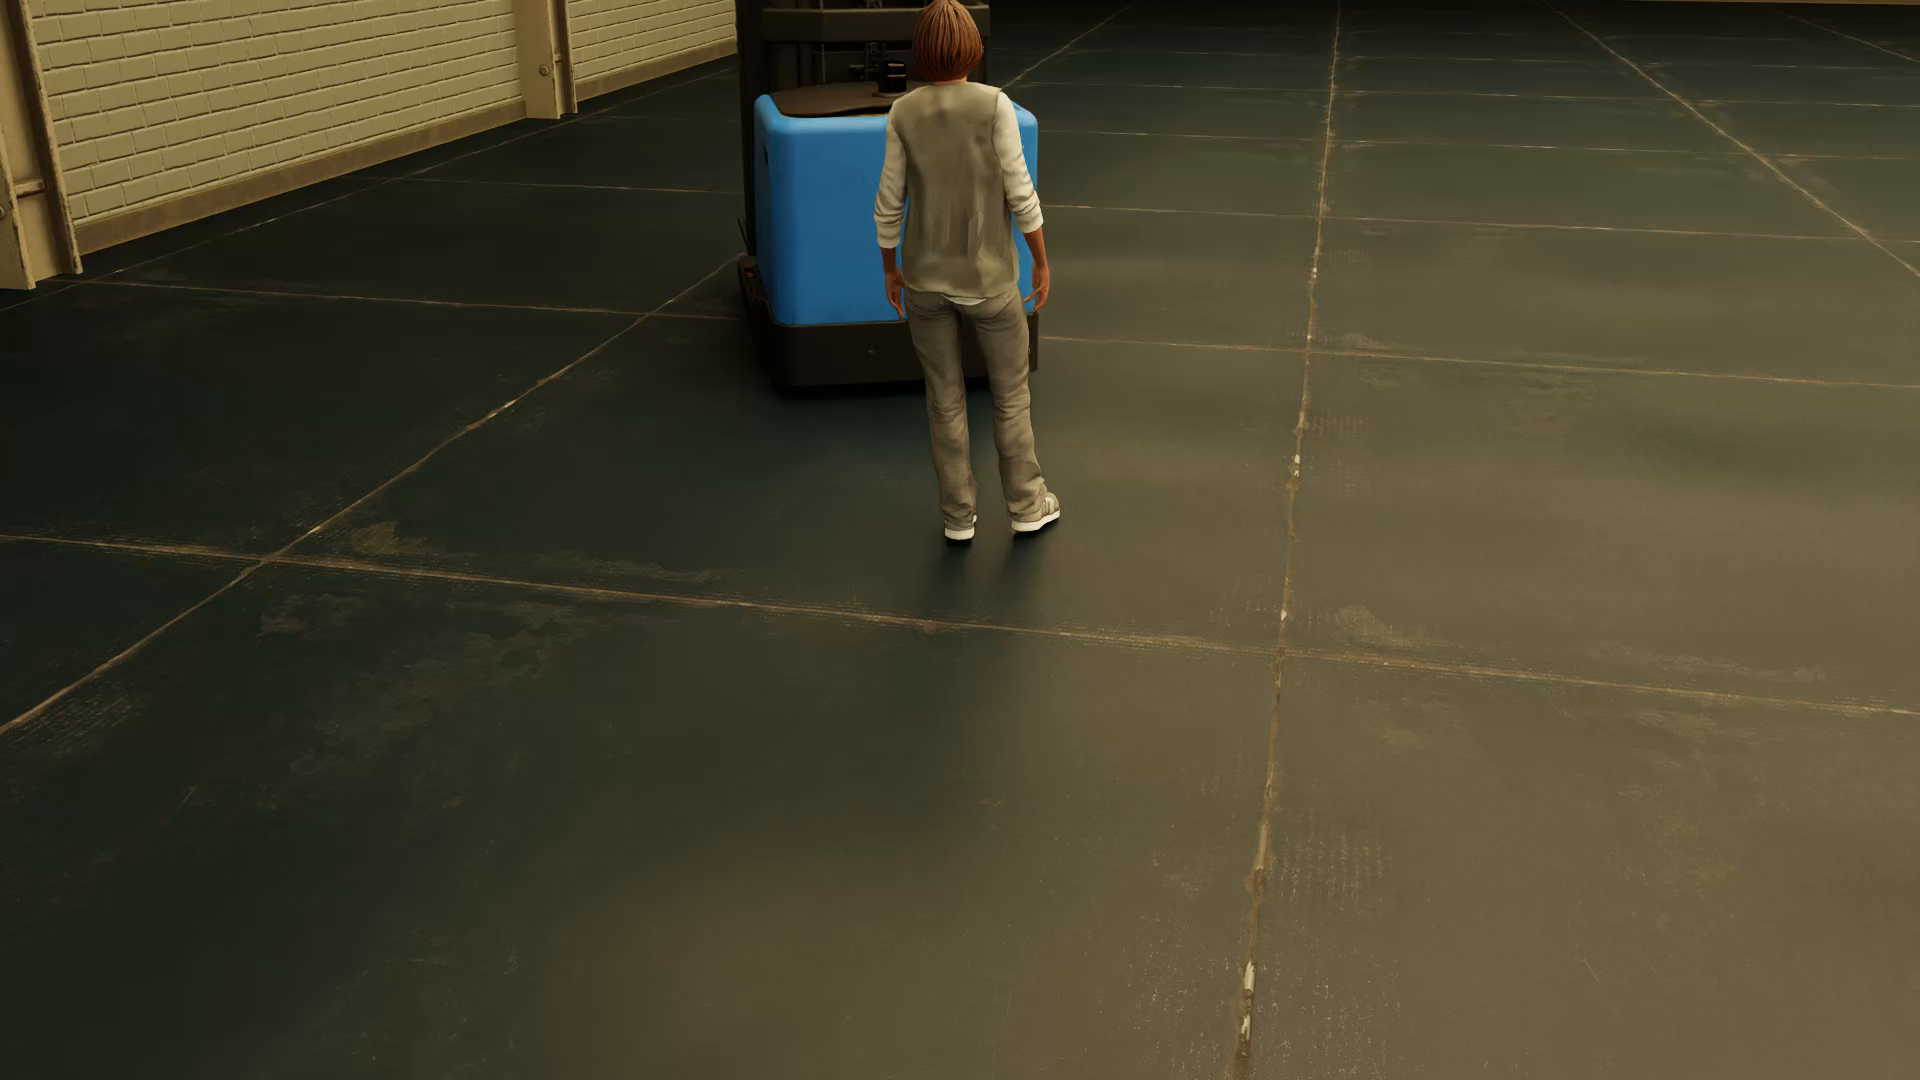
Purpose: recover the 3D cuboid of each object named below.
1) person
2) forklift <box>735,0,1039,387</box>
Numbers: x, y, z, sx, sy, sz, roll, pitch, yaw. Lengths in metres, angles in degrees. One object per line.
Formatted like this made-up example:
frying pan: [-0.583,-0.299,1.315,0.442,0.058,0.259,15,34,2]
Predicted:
person: [0.030,-0.772,4.908,0.521,1.596,0.475,5,23,11]
forklift: [-0.463,-2.472,7.330,1.130,2.935,3.031,-4,23,-10]
